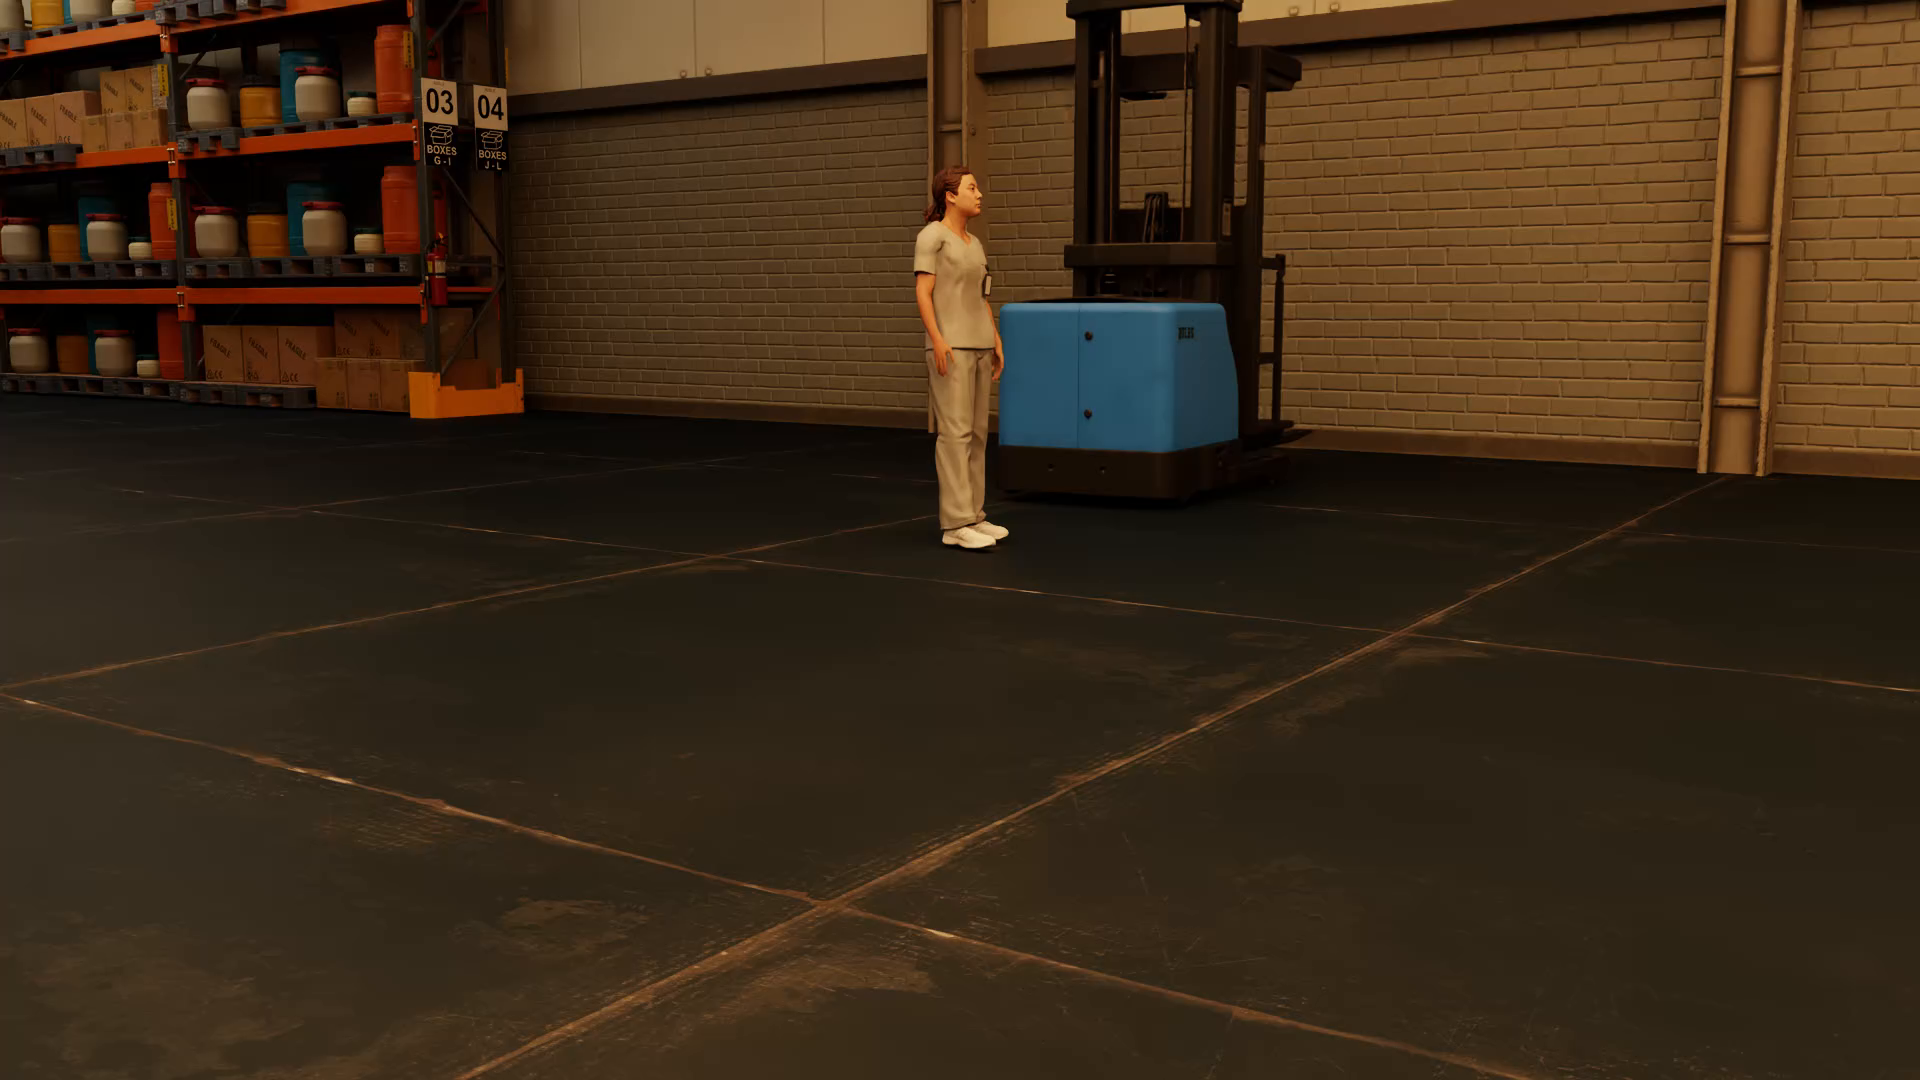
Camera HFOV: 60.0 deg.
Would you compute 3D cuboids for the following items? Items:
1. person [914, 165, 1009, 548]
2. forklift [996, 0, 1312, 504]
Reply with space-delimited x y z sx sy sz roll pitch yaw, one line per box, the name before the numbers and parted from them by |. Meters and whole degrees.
person | 0.053 -0.830 7.433 0.549 1.675 0.549 5 10 34
forklift | 1.351 -1.808 9.911 1.130 2.935 3.031 4 9 29
